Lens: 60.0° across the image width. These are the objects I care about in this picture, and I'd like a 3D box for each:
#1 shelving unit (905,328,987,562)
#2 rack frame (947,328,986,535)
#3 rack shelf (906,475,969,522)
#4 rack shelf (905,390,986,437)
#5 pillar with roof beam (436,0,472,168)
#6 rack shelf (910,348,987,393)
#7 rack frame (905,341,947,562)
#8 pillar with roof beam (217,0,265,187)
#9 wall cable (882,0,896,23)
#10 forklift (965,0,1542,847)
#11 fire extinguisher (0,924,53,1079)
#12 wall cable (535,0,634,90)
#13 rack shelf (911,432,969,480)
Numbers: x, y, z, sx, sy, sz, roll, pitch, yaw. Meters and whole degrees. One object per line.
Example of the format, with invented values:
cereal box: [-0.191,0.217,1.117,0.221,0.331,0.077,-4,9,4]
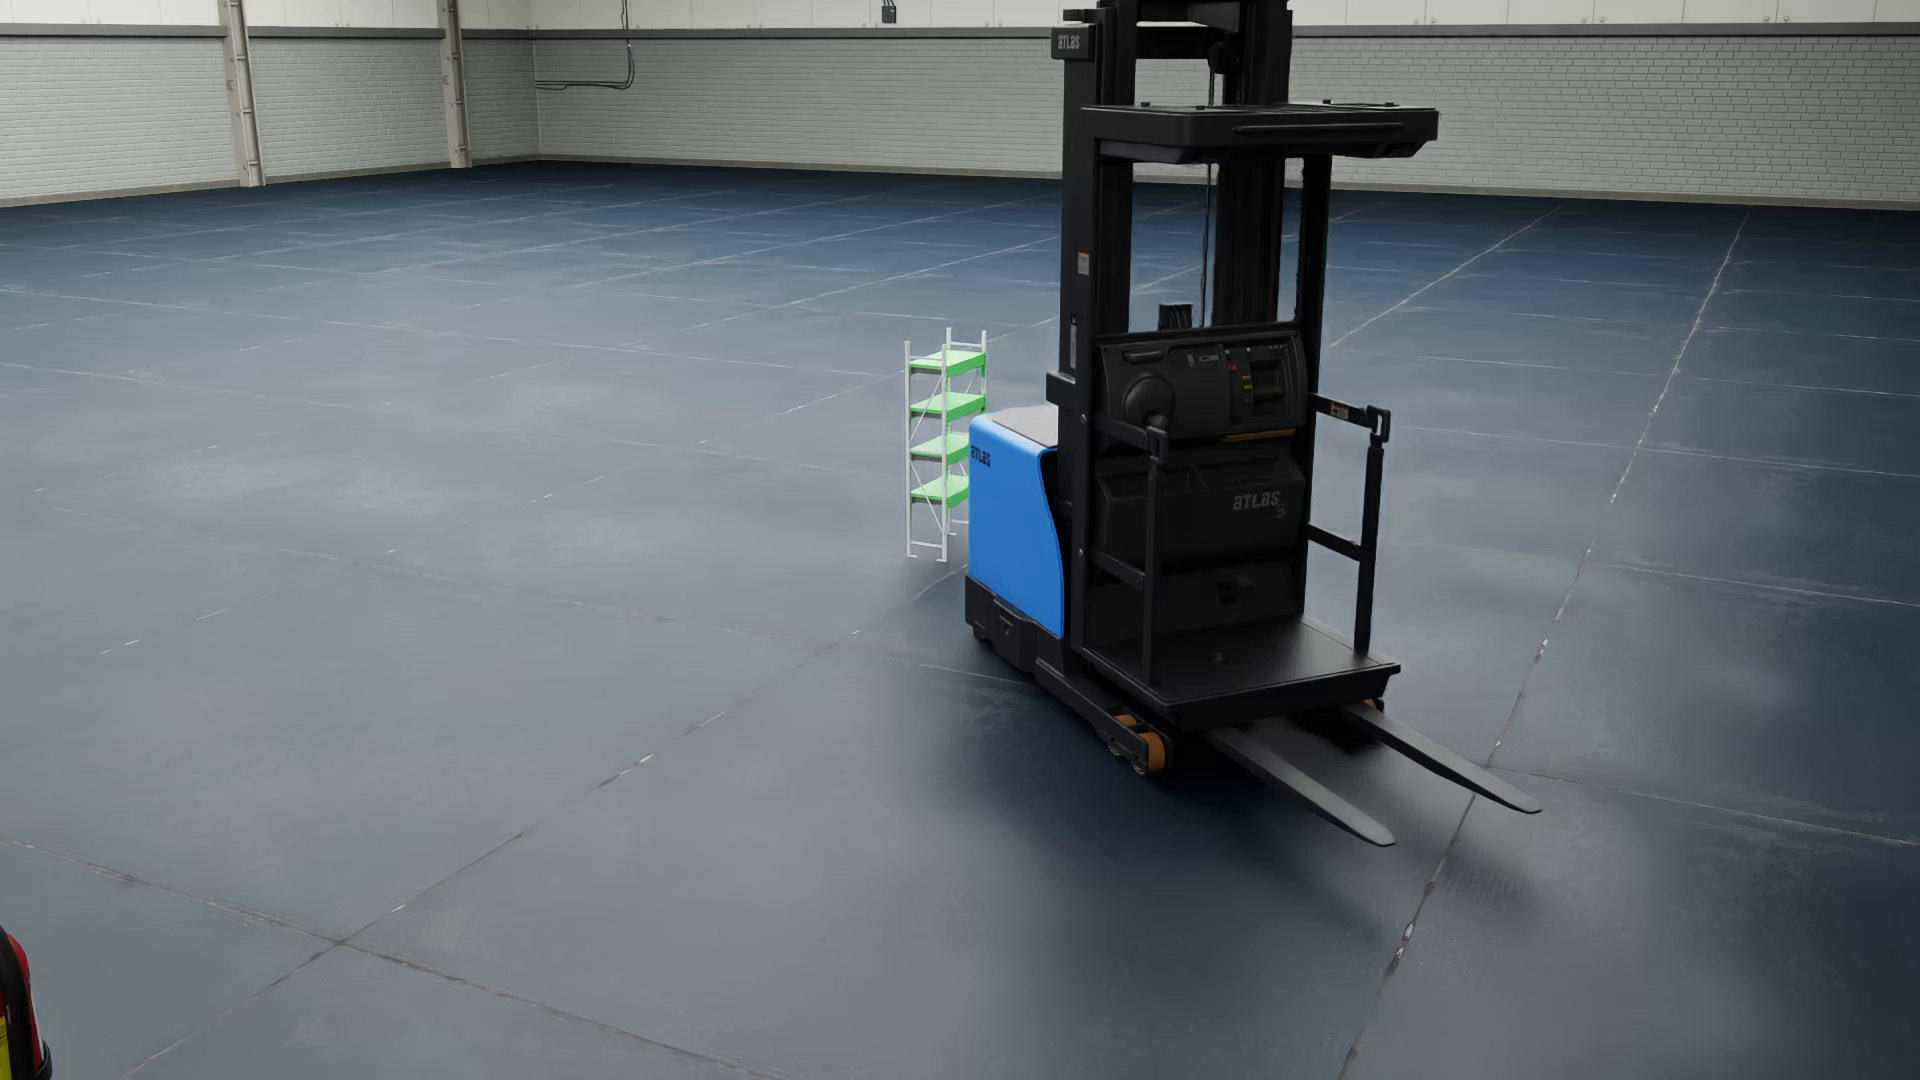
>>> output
shelving unit: [-0.074,-0.533,9.212,0.258,1.200,0.503,8,18,25]
rack frame: [0.035,-0.595,9.421,0.240,1.200,0.015,8,18,25]
rack shelf: [-0.074,-0.242,9.298,0.258,0.148,0.480,8,18,25]
rack shelf: [-0.074,-0.702,9.161,0.258,0.148,0.480,8,18,25]
pillar with roof beam: [-7.791,-12.464,35.685,9.100,9.000,0.400,8,18,25]
rack shelf: [-0.074,-0.932,9.093,0.258,0.148,0.480,8,18,25]
rack frame: [-0.183,-0.471,9.002,0.240,1.200,0.015,8,18,25]
pillar with roof beam: [-10.473,-10.936,30.539,9.100,9.000,0.400,8,18,25]
wall cable: [-0.658,-14.013,34.924,2.305,6.003,0.169,8,18,25]
forklift: [1.074,-0.631,6.502,1.130,2.935,3.031,-7,18,-22]
fire extinguisher: [-1.294,0.661,2.165,0.296,0.674,0.183,8,18,25]
wall cable: [-9.143,-12.106,39.931,3.097,2.526,0.112,8,18,25]
rack shelf: [-0.074,-0.472,9.230,0.258,0.148,0.480,8,18,25]
